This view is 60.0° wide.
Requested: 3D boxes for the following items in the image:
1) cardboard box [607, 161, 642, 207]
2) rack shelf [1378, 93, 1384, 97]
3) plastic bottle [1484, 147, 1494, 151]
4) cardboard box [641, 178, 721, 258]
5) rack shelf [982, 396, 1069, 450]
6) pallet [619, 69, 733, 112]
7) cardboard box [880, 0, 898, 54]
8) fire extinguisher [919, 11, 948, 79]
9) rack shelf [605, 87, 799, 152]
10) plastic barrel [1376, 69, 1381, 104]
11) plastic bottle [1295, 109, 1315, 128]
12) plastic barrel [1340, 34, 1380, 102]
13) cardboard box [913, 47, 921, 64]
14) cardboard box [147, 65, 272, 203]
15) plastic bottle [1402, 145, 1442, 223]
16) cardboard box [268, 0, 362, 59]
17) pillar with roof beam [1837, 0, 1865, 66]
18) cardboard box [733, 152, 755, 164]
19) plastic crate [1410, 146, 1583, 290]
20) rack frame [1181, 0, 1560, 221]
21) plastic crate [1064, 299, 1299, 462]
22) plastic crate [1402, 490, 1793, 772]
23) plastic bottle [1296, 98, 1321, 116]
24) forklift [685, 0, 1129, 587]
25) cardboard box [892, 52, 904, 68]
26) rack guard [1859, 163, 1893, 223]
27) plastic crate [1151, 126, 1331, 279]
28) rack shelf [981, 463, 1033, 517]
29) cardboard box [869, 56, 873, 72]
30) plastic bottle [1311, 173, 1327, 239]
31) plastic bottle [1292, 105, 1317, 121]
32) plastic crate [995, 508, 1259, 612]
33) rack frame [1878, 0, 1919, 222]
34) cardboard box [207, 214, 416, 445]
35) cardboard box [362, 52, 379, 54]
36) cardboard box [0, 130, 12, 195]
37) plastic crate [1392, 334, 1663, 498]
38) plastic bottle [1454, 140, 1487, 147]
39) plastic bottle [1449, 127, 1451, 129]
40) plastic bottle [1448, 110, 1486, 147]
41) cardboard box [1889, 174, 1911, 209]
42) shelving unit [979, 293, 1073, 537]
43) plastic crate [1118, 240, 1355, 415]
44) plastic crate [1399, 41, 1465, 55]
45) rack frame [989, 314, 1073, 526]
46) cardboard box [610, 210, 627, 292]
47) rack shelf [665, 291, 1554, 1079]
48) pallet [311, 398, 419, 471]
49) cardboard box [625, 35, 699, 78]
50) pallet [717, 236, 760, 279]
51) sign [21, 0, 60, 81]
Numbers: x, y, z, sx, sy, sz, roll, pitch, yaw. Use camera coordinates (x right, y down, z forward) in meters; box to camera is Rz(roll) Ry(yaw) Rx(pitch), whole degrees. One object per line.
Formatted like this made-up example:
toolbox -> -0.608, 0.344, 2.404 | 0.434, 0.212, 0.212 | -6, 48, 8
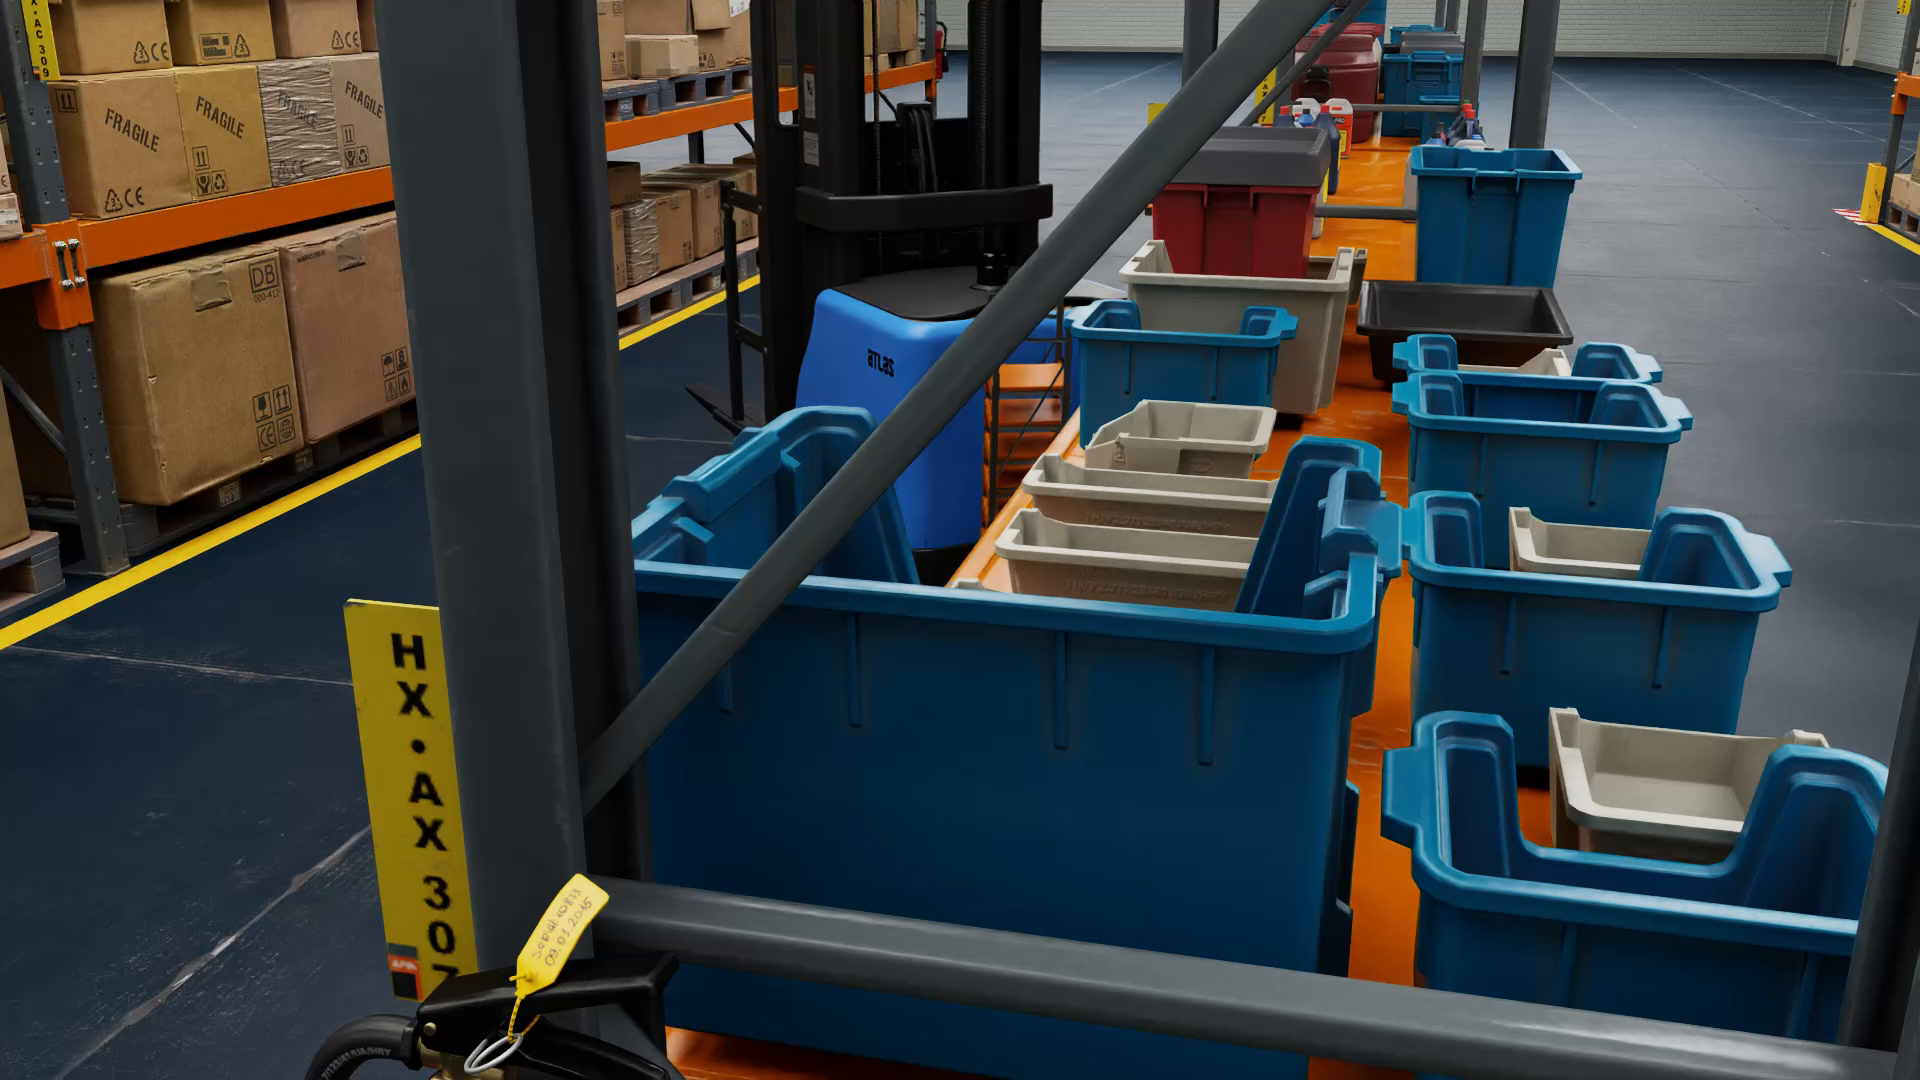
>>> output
cardboard box -> -2.441, -2.343, 10.933 | 0.500, 0.250, 0.500 | 7, 20, 20
rack shelf -> 3.574, -3.732, 14.087 | 1.077, 0.370, 4.000 | 5, 19, 13
plastic bottle -> 1.851, -1.243, 5.866 | 0.061, 0.283, 0.133 | 5, 19, 13
cardboard box -> -2.160, -2.348, 12.108 | 0.700, 0.500, 0.500 | 3, 19, 9
rack shelf -> 0.210, -0.376, 5.315 | 0.258, 0.103, 0.180 | -2, 30, -5
pallet -> -2.251, -3.116, 11.467 | 1.003, 0.211, 1.213 | 5, 19, 13
cardboard box -> -1.071, -4.789, 15.453 | 0.875, 0.500, 0.500 | 5, 19, 13
fire extinguisher -> -0.266, -5.054, 16.962 | 0.296, 0.674, 0.183 | 5, 19, 13
rack shelf -> -2.206, -2.870, 11.562 | 1.077, 0.370, 4.000 | 5, 19, 13
plastic barrel -> 2.613, -2.978, 10.979 | 0.301, 0.262, 0.301 | 0, 19, 0
plastic bottle -> 1.580, -1.837, 7.625 | 0.097, 0.271, 0.097 | 0, 19, 0
plastic barrel -> 2.255, -2.716, 9.827 | 0.421, 0.512, 0.421 | 0, 19, 0
cardboard box -> -0.610, -4.866, 16.683 | 0.380, 0.149, 0.250 | 5, 19, 13
cardboard box -> -3.196, -1.659, 6.749 | 0.500, 0.500, 0.500 | 5, 19, 13
plastic bottle -> 1.692, -1.297, 6.036 | 0.152, 0.276, 0.135 | 5, 19, 13
cardboard box -> -3.209, -2.463, 7.550 | 0.797, 0.503, 0.637 | 5, 20, 15
pillar with roof beam -> 17.492, -16.211, 40.228 | 9.100, 9.000, 0.400 | 5, 19, 13
cardboard box -> -1.581, -2.975, 13.975 | 0.500, 0.500, 0.500 | 4, 19, 12
plastic crate -> 1.347, -0.786, 4.280 | 0.392, 0.384, 0.575 | 5, 19, 13
rack frame -> 1.130, -0.938, 4.794 | 1.000, 3.000, 0.127 | 5, 19, 13
plastic crate -> 0.406, -0.298, 3.085 | 0.416, 0.233, 0.300 | 5, 19, 13
plastic crate -> 0.694, 0.108, 1.896 | 0.416, 0.233, 0.300 | 5, 19, 13
plastic bottle -> 1.689, -2.023, 8.163 | 0.152, 0.276, 0.135 | 5, 19, 13
forklift -> -0.385, -1.558, 6.713 | 1.130, 2.935, 3.031 | -9, 21, -25
cardboard box -> -0.759, -4.628, 15.986 | 0.380, 0.149, 0.250 | 5, 19, 13
rack guard -> 8.870, -3.132, 15.083 | 1.175, 0.500, 0.348 | 5, 19, 13
plastic crate -> 0.669, -0.737, 4.013 | 0.402, 0.464, 0.583 | 5, 19, 13
rack shelf -> 0.205, -0.168, 5.434 | 0.258, 0.103, 0.180 | -2, 30, -5
cardboard box -> -1.003, -4.315, 15.069 | 0.380, 0.149, 0.250 | 5, 19, 13
plastic bottle -> 1.177, -1.218, 5.688 | 0.144, 0.351, 0.185 | 5, 19, 13
plastic bottle -> 1.576, -1.878, 7.738 | 0.152, 0.276, 0.135 | 5, 19, 13
plastic crate -> 0.262, 0.052, 2.210 | 0.396, 0.136, 0.243 | 5, 19, 13
rack frame -> 8.865, -4.307, 14.657 | 1.000, 3.000, 0.127 | 5, 19, 13
cardboard box -> -3.318, -1.005, 7.627 | 1.225, 0.875, 0.875 | 4, 19, 11
cardboard box -> -2.827, -2.138, 8.150 | 0.500, 0.500, 0.500 | 4, 19, 12
cardboard box -> -3.526, -1.240, 5.450 | 0.500, 0.250, 0.500 | 4, 19, 12
plastic crate -> 0.928, -0.192, 2.775 | 0.416, 0.233, 0.300 | 5, 19, 13
plastic bottle -> 1.896, -1.358, 6.214 | 0.152, 0.276, 0.135 | 5, 19, 13
plastic bottle -> 2.377, -1.903, 7.926 | 0.097, 0.201, 0.097 | 0, 19, 0
plastic bottle -> 1.986, -1.504, 6.526 | 0.144, 0.351, 0.185 | 5, 19, 13
cardboard box -> 8.518, -3.054, 14.593 | 0.500, 0.250, 0.500 | 5, 19, 13
shelving unit -> 0.206, -0.207, 5.412 | 0.258, 1.200, 0.189 | -2, 30, -5
plastic crate -> 0.579, -0.447, 3.445 | 0.437, 0.282, 0.530 | 5, 19, 13
plastic crate -> 2.799, -2.705, 9.867 | 0.402, 0.464, 0.583 | 5, 19, 13
rack frame -> 0.214, -0.161, 5.333 | 0.240, 1.200, 0.006 | -2, 30, -5
cardboard box -> -2.551, -1.820, 10.563 | 0.700, 0.500, 0.500 | 4, 19, 10
rack shelf -> 0.642, 0.029, 3.075 | 1.077, 0.370, 4.000 | 5, 19, 13
pallet -> -3.261, -0.641, 8.239 | 1.003, 0.211, 1.213 | 5, 19, 13
cardboard box -> -2.063, -3.218, 11.051 | 0.500, 0.250, 0.500 | 4, 19, 12
pallet -> -1.907, -2.273, 13.017 | 1.003, 0.211, 1.213 | 5, 19, 13
sign -> -3.134, -1.733, 5.660 | 0.100, 0.325, 0.005 | 5, 19, 13
